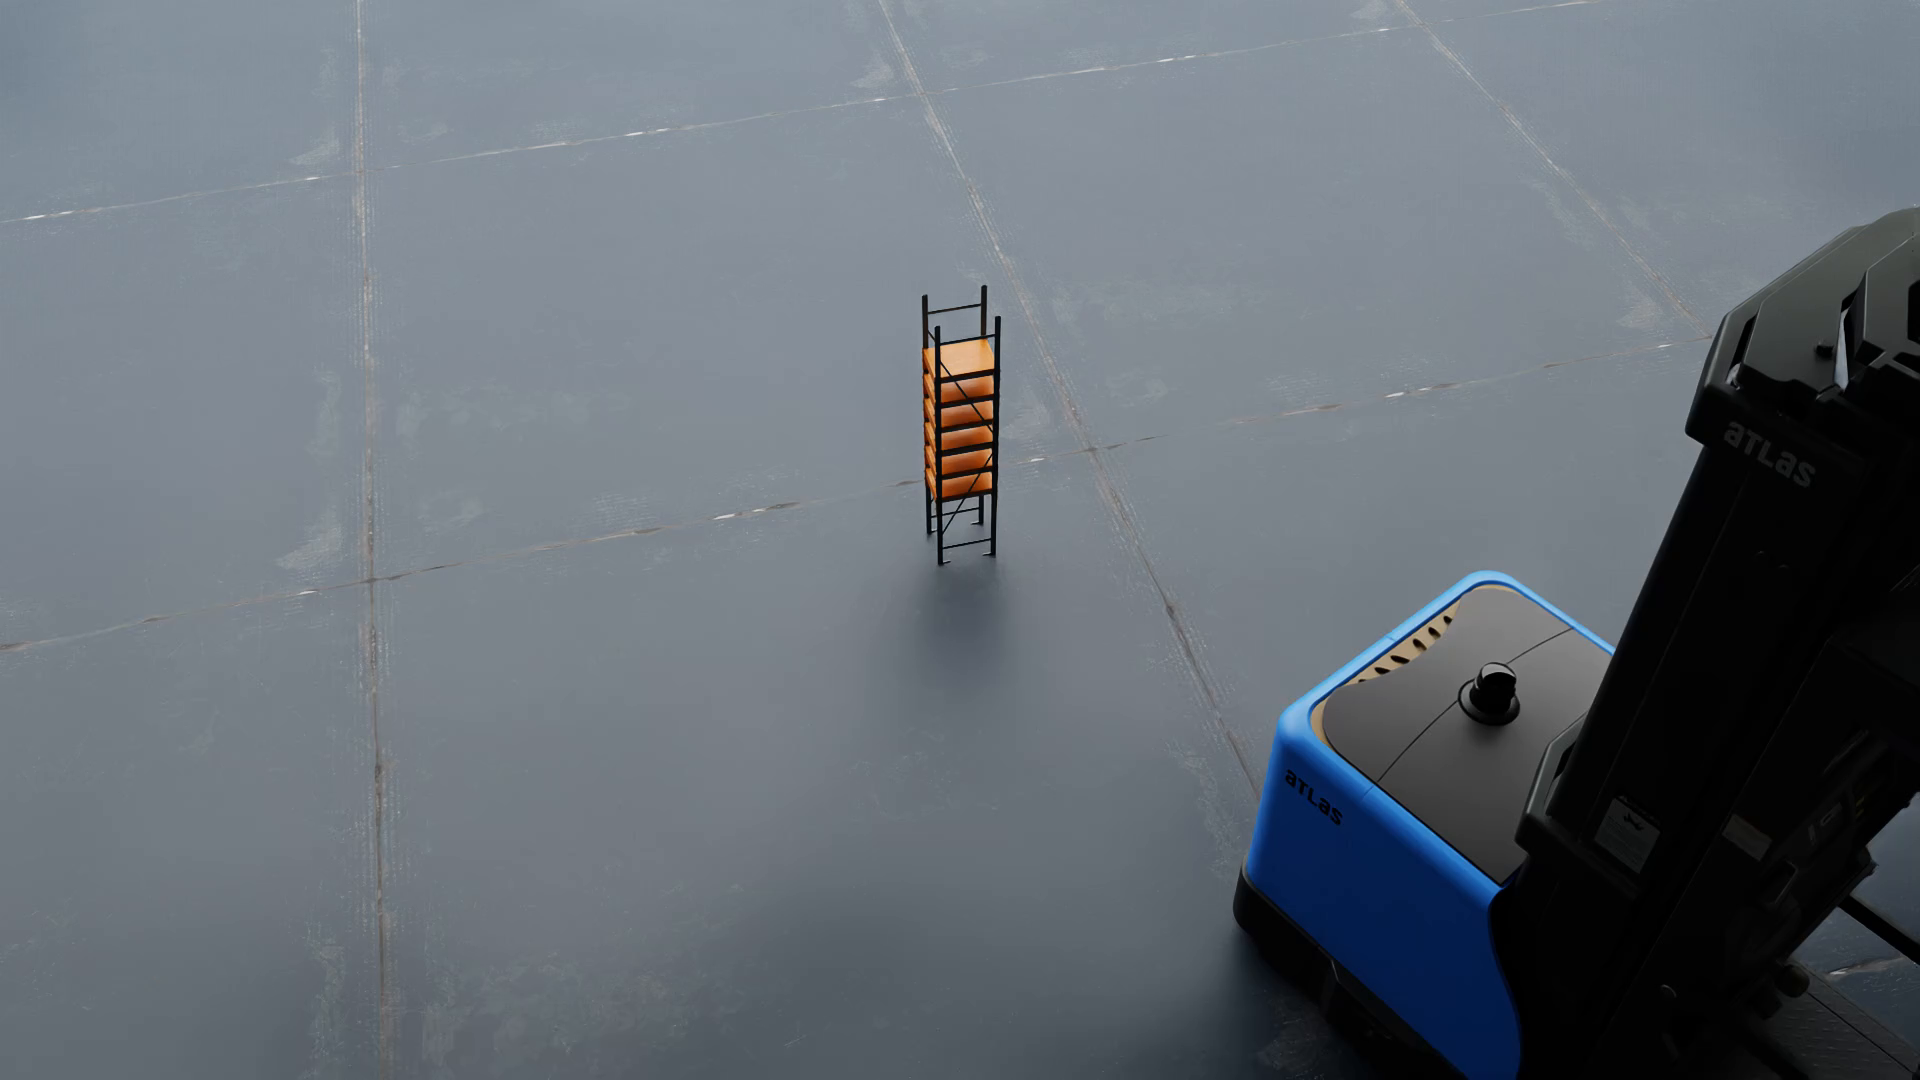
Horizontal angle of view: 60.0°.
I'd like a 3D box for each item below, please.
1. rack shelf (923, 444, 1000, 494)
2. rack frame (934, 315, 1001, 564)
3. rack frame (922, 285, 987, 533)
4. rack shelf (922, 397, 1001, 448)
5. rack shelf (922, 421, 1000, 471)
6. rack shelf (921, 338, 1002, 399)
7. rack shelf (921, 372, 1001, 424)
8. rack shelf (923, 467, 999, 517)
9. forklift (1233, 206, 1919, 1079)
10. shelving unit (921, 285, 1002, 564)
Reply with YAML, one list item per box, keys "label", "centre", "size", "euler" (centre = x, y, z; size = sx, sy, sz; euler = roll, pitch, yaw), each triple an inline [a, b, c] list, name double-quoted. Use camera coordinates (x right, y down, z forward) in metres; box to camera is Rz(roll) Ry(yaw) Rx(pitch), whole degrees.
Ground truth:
- label: "rack shelf"
  centre: [0.004, -0.295, 6.429]
  size: [0.258, 0.103, 0.180]
  euler: [-11, 47, -10]
- label: "rack frame"
  centre: [0.027, -0.347, 6.250]
  size: [0.240, 1.200, 0.006]
  euler: [-11, 47, -10]
- label: "rack frame"
  centre: [-0.020, -0.473, 6.374]
  size: [0.240, 1.200, 0.006]
  euler: [-11, 47, -10]
- label: "rack shelf"
  centre: [0.004, -0.463, 6.258]
  size: [0.258, 0.103, 0.180]
  euler: [-11, 47, -10]
- label: "rack shelf"
  centre: [0.004, -0.379, 6.343]
  size: [0.258, 0.103, 0.180]
  euler: [-11, 47, -10]
- label: "rack shelf"
  centre: [0.004, -0.631, 6.086]
  size: [0.258, 0.103, 0.180]
  euler: [-11, 47, -10]
- label: "rack shelf"
  centre: [0.004, -0.547, 6.172]
  size: [0.258, 0.103, 0.180]
  euler: [-11, 47, -10]
- label: "rack shelf"
  centre: [0.004, -0.211, 6.515]
  size: [0.258, 0.103, 0.180]
  euler: [-11, 47, -10]
- label: "forklift"
  centre: [2.222, 0.825, 3.889]
  size: [1.130, 2.935, 3.031]
  euler: [-31, 53, -27]
- label: "shelving unit"
  centre: [0.004, -0.410, 6.312]
  size: [0.258, 1.200, 0.189]
  euler: [-11, 47, -10]
